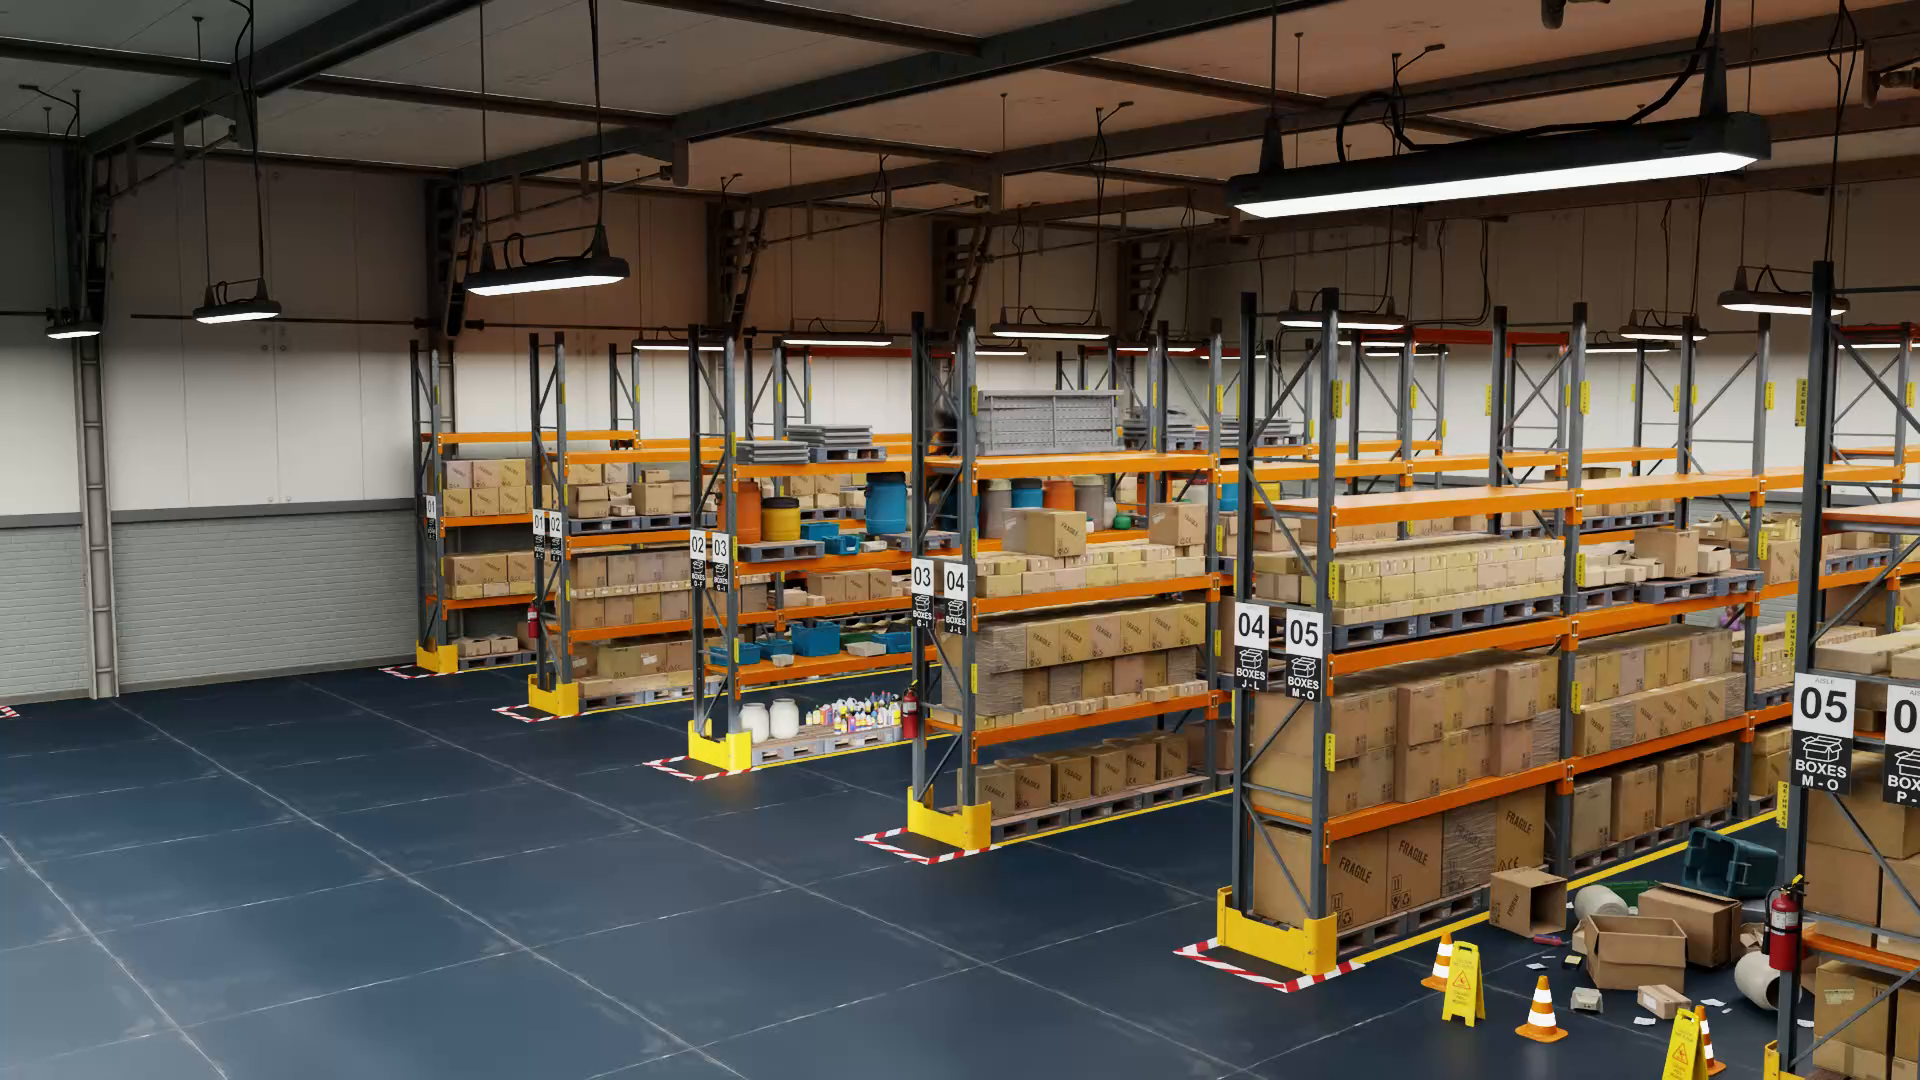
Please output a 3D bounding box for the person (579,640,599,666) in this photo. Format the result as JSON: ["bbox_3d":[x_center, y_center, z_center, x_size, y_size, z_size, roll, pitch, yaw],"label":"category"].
[{"bbox_3d":[-6.737,1.569,29.900,0.680,1.708,0.810,0,5,0],"label":"person"}]

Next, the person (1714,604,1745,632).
[{"bbox_3d":[12.741,1.799,27.508,0.536,1.609,0.861,4,7,38],"label":"person"}]
